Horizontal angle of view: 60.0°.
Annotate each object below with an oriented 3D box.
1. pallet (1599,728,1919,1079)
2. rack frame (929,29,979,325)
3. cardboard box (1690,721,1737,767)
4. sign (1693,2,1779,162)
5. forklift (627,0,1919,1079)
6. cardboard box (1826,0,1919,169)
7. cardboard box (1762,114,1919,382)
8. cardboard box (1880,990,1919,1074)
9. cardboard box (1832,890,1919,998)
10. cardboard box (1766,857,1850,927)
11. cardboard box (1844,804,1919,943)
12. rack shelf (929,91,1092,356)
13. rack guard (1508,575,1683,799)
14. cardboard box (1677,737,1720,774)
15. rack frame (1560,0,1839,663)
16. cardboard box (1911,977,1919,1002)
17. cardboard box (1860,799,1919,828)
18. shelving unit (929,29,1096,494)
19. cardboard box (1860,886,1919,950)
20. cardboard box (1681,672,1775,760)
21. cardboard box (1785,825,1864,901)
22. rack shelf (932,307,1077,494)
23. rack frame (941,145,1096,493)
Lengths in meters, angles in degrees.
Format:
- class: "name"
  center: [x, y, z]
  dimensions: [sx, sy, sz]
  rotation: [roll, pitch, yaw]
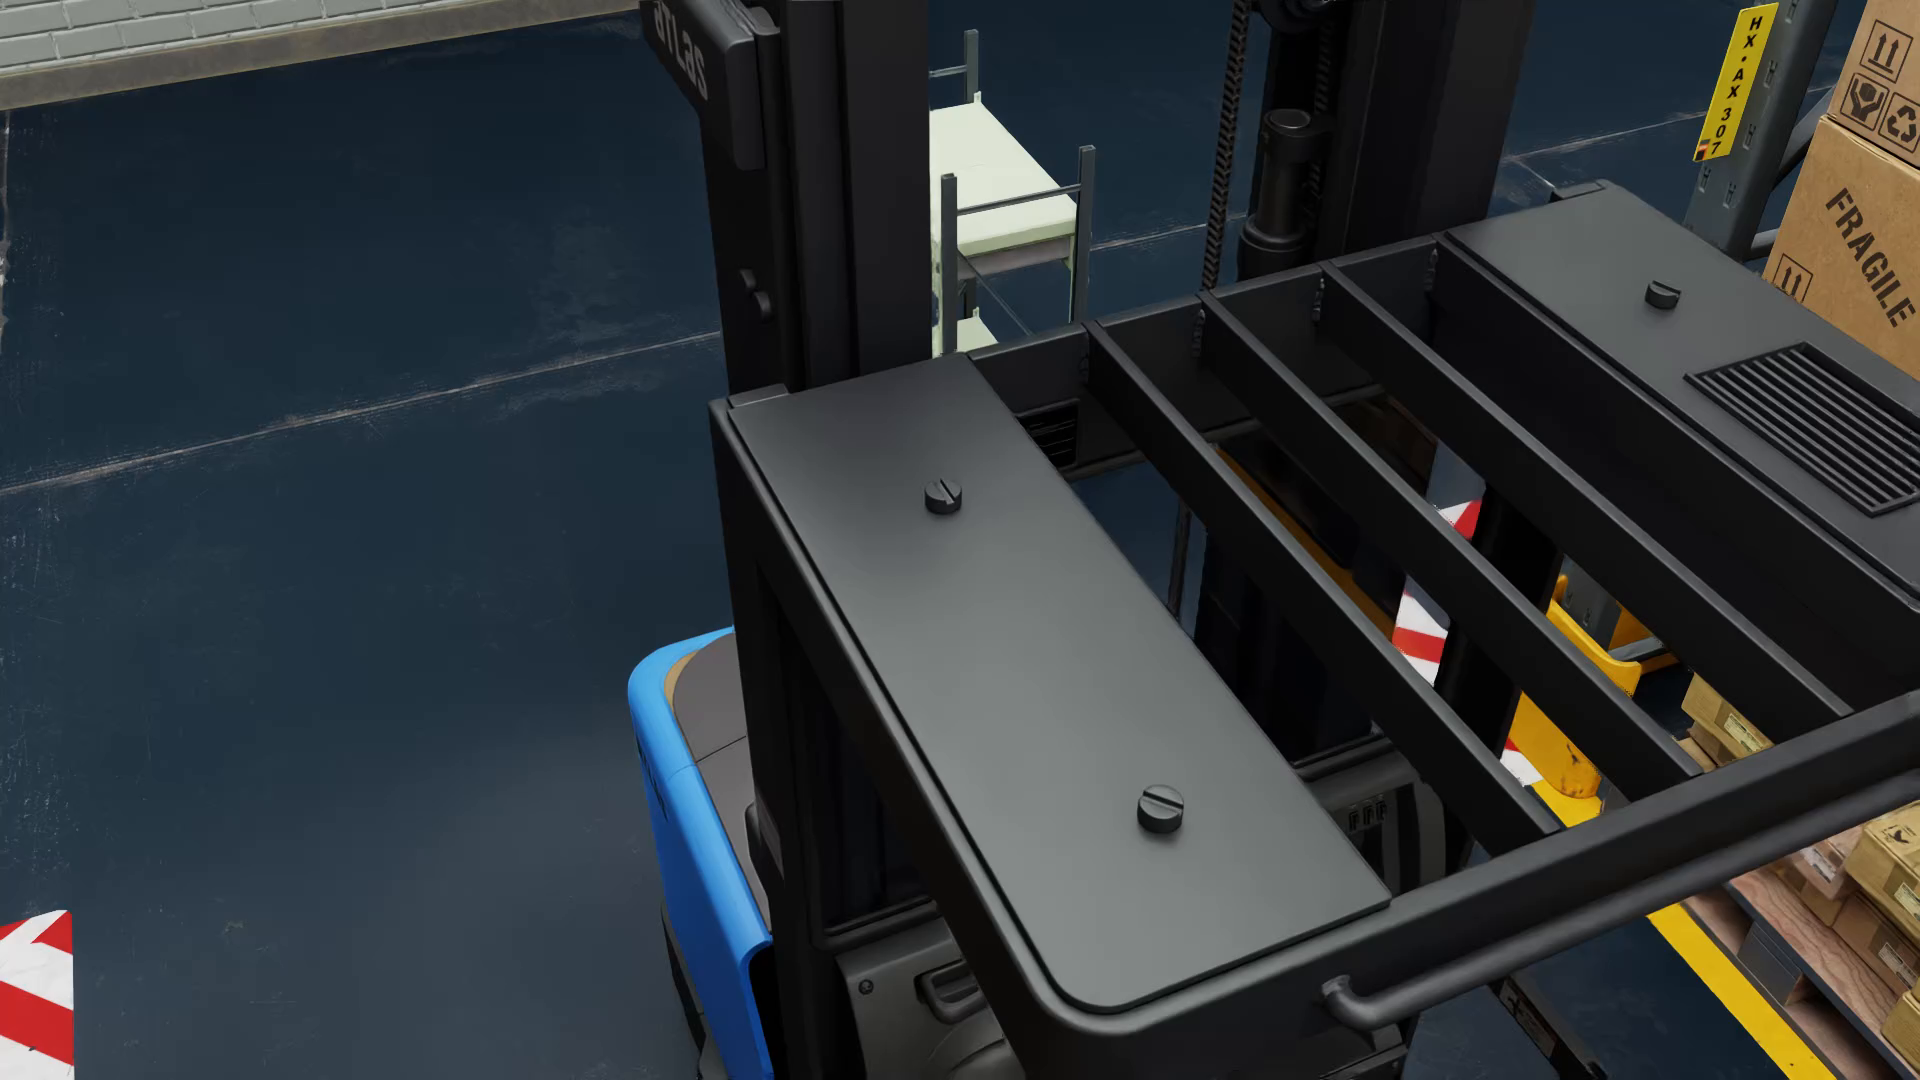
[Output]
- class: "pallet"
  center: [2.374, 0.874, 4.071]
  dimensions: [1.003, 0.211, 1.213]
  rotation: [-15, 43, -17]
- class: "rack frame"
  center: [-0.137, -0.785, 5.013]
  dimensions: [0.400, 1.500, 0.023]
  rotation: [-15, 43, -17]
- class: "cardboard box"
  center: [2.030, 0.462, 4.049]
  dimensions: [0.380, 0.149, 0.250]
  rotation: [-13, 42, -15]
- class: "sign"
  center: [1.566, -0.920, 3.355]
  dimensions: [0.100, 0.325, 0.005]
  rotation: [-15, 43, -17]
- class: "forklift"
  center: [0.378, 0.685, 2.206]
  dimensions: [1.130, 2.935, 3.031]
  rotation: [-16, 43, -18]
- class: "cardboard box"
  center: [1.993, -0.920, 2.948]
  dimensions: [0.500, 0.500, 0.500]
  rotation: [-15, 43, -17]
- class: "cardboard box"
  center: [1.983, -0.538, 3.270]
  dimensions: [0.500, 0.500, 0.500]
  rotation: [-13, 42, -15]
- class: "cardboard box"
  center: [2.245, 1.057, 3.585]
  dimensions: [0.380, 0.149, 0.250]
  rotation: [-15, 43, -16]
- class: "cardboard box"
  center: [2.249, 0.875, 3.796]
  dimensions: [0.380, 0.149, 0.250]
  rotation: [-15, 43, -16]
- class: "cardboard box"
  center: [2.147, 0.728, 3.968]
  dimensions: [0.380, 0.149, 0.250]
  rotation: [-15, 43, -17]
- class: "cardboard box"
  center: [2.148, 0.689, 3.556]
  dimensions: [0.380, 0.149, 0.250]
  rotation: [-15, 43, -17]
- class: "rack shelf"
  center: [0.003, -0.861, 4.502]
  dimensions: [0.431, 0.370, 0.720]
  rotation: [-15, 43, -17]
- class: "rack guard"
  center: [2.096, 0.267, 4.556]
  dimensions: [1.175, 0.500, 0.348]
  rotation: [-15, 43, -17]
- class: "cardboard box"
  center: [1.972, 0.590, 4.127]
  dimensions: [0.380, 0.149, 0.250]
  rotation: [-14, 43, -16]
- class: "rack frame"
  center: [2.067, -0.727, 3.795]
  dimensions: [1.000, 3.000, 0.127]
  rotation: [-15, 43, -17]
- class: "cardboard box"
  center: [2.256, 0.948, 3.484]
  dimensions: [0.380, 0.149, 0.250]
  rotation: [-14, 43, -16]
- class: "cardboard box"
  center: [2.170, 0.506, 3.769]
  dimensions: [0.380, 0.149, 0.250]
  rotation: [-14, 43, -16]
- class: "shelving unit"
  center: [0.003, -0.565, 4.756]
  dimensions: [0.431, 1.500, 0.755]
  rotation: [-15, 43, -17]
- class: "cardboard box"
  center: [2.258, 0.766, 3.695]
  dimensions: [0.380, 0.149, 0.250]
  rotation: [-15, 43, -16]
- class: "cardboard box"
  center: [1.953, 0.370, 3.928]
  dimensions: [0.380, 0.149, 0.250]
  rotation: [-17, 44, -19]
- class: "cardboard box"
  center: [2.083, 0.641, 3.841]
  dimensions: [0.380, 0.149, 0.250]
  rotation: [-15, 43, -17]
- class: "rack shelf"
  center: [0.003, -0.317, 4.969]
  dimensions: [0.431, 0.370, 0.720]
  rotation: [-15, 43, -17]
- class: "rack frame"
  center: [0.143, -0.344, 4.500]
  dimensions: [0.400, 1.500, 0.023]
  rotation: [-15, 43, -17]
